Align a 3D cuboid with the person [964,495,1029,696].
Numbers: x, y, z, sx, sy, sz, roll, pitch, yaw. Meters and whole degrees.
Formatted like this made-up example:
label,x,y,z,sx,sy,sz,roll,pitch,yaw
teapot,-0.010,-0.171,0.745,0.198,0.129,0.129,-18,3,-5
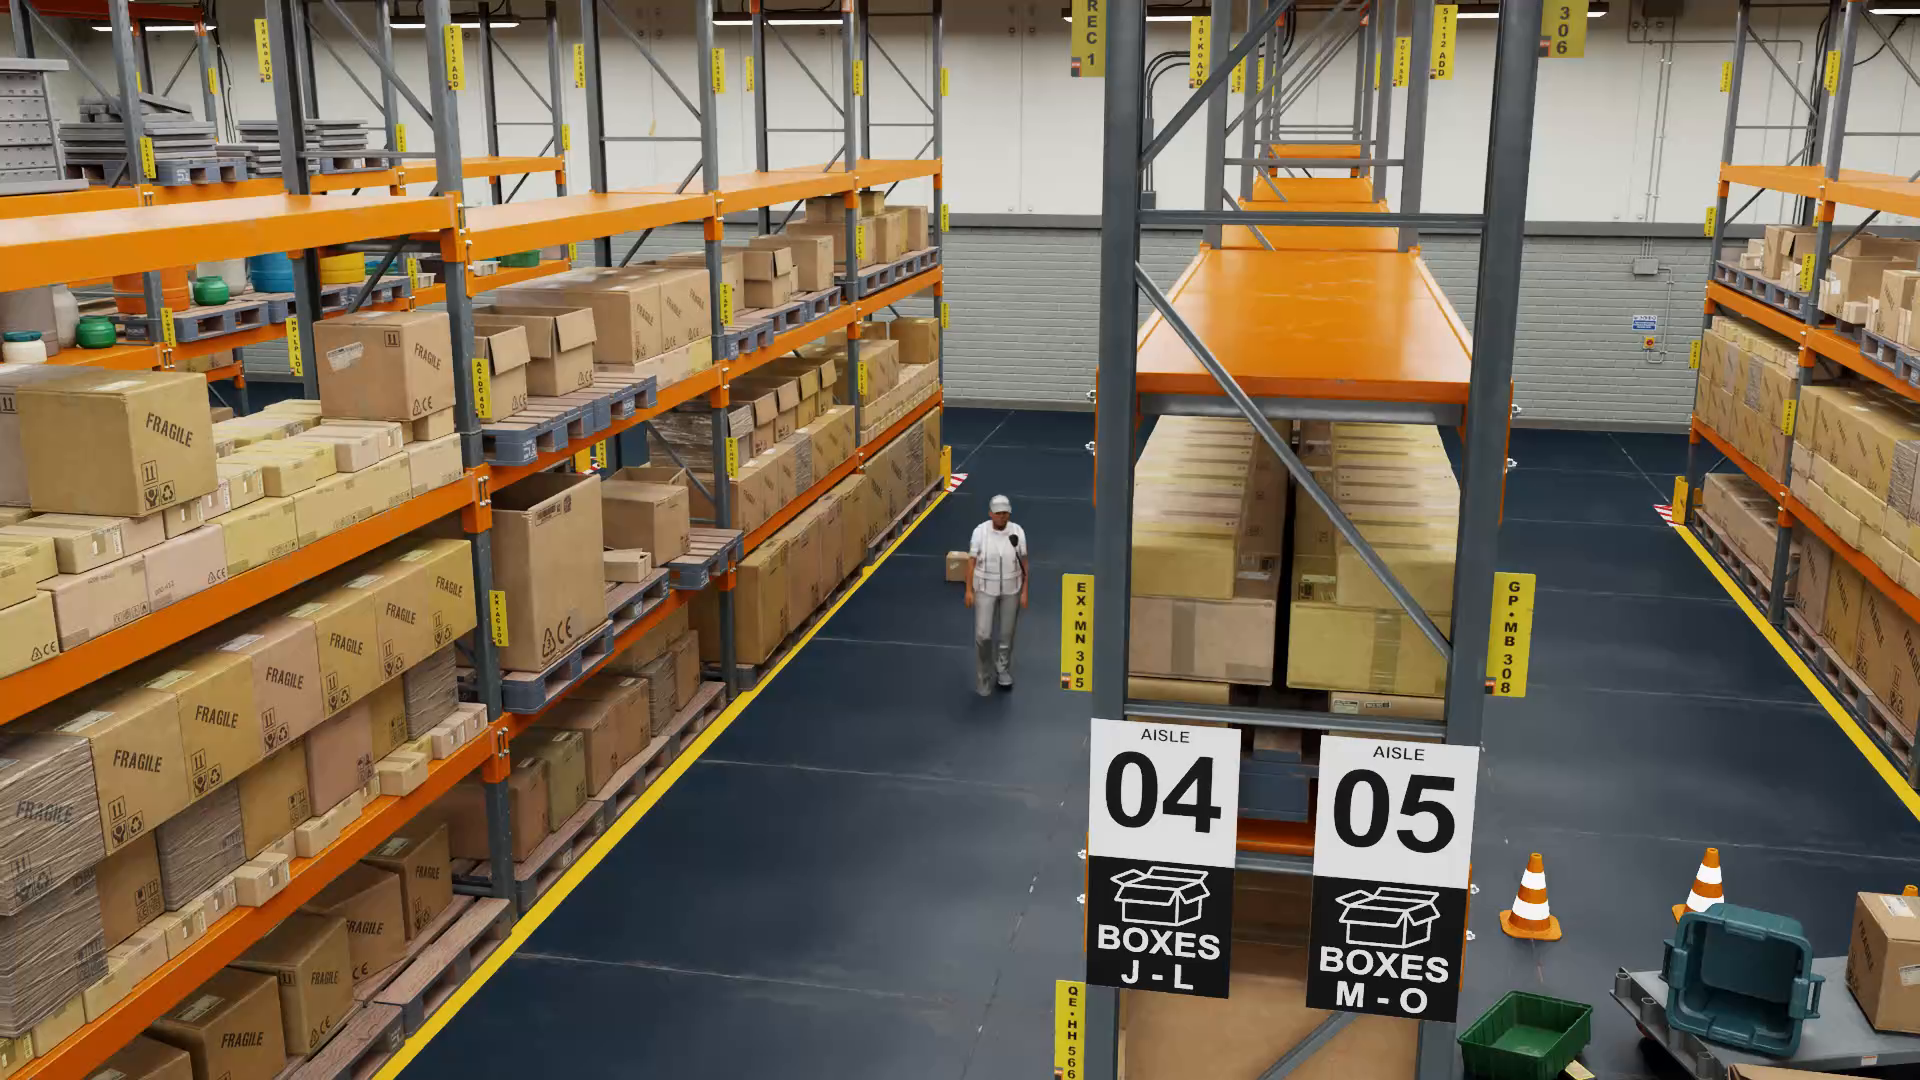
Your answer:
label,x,y,z,sx,sy,sz,roll,pitch,yaw
person,0.307,0.469,13.816,0.529,1.736,0.494,-2,15,-7
